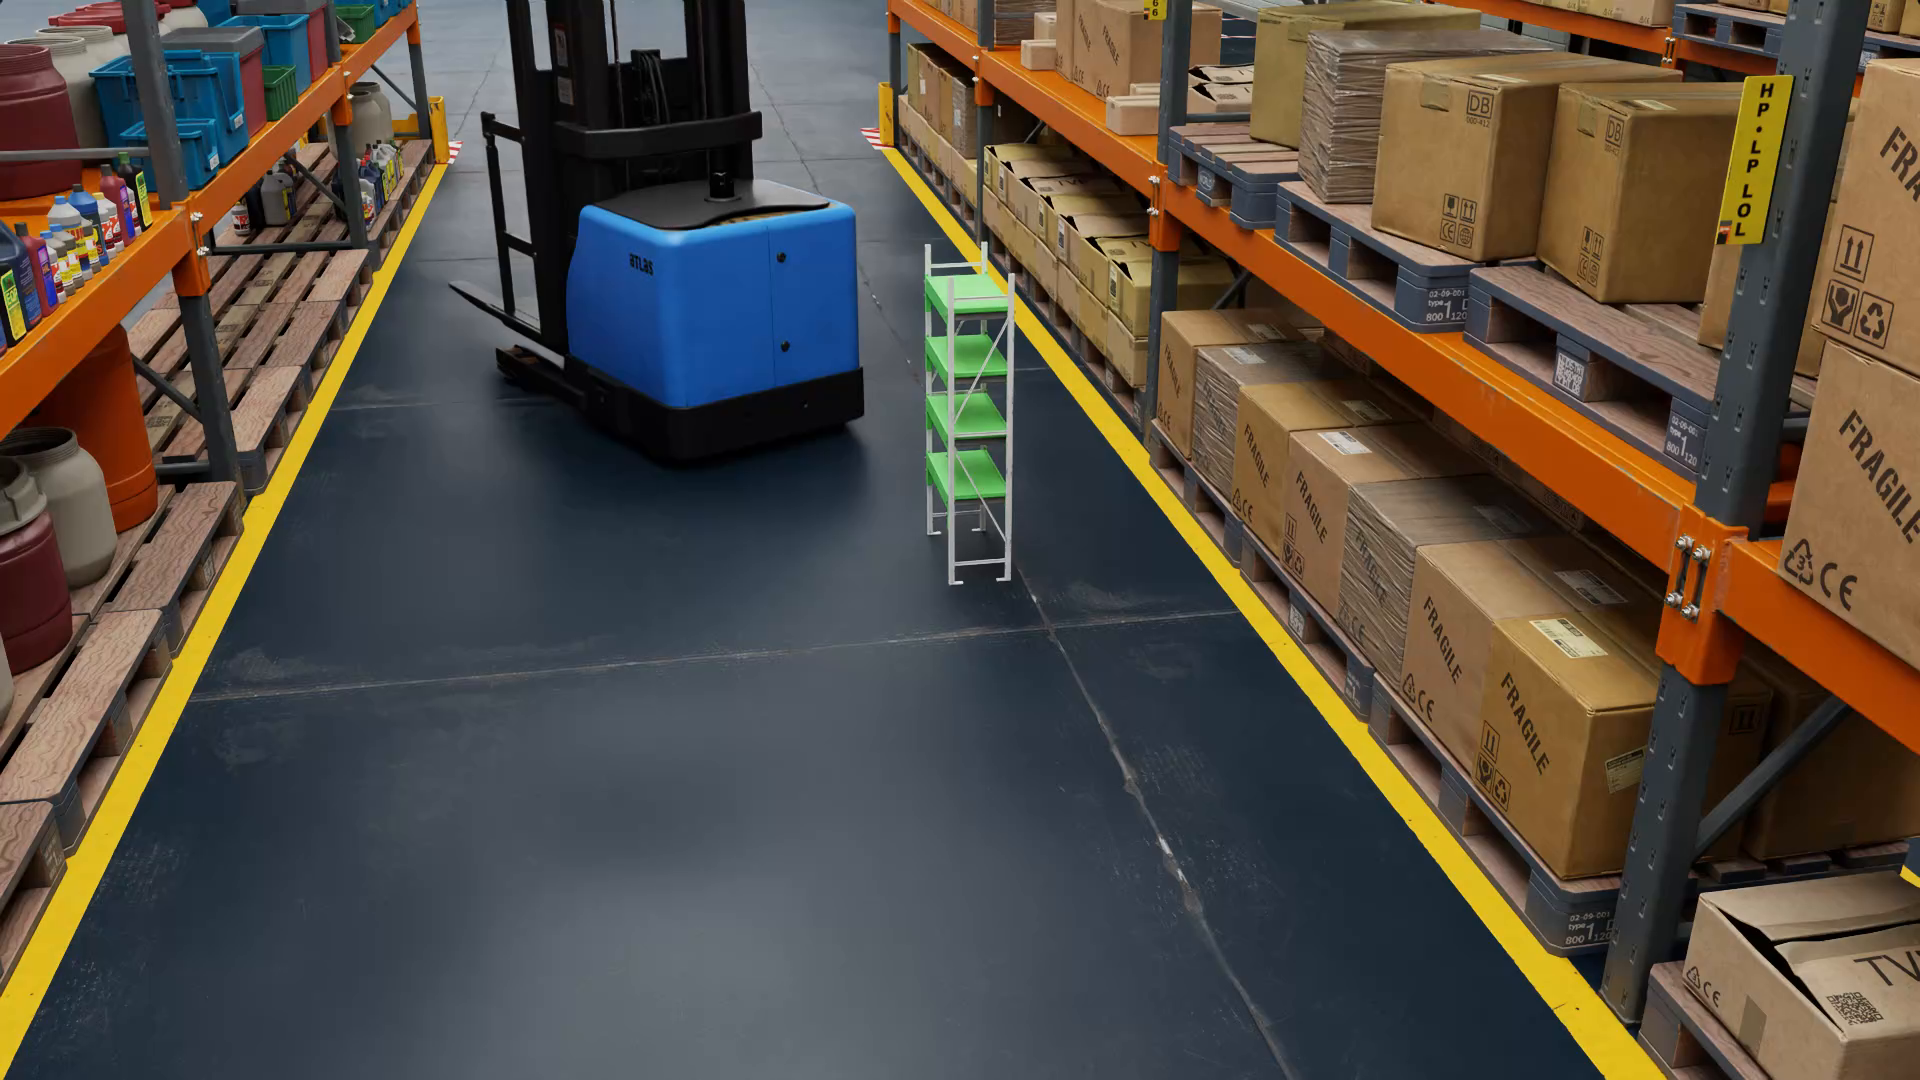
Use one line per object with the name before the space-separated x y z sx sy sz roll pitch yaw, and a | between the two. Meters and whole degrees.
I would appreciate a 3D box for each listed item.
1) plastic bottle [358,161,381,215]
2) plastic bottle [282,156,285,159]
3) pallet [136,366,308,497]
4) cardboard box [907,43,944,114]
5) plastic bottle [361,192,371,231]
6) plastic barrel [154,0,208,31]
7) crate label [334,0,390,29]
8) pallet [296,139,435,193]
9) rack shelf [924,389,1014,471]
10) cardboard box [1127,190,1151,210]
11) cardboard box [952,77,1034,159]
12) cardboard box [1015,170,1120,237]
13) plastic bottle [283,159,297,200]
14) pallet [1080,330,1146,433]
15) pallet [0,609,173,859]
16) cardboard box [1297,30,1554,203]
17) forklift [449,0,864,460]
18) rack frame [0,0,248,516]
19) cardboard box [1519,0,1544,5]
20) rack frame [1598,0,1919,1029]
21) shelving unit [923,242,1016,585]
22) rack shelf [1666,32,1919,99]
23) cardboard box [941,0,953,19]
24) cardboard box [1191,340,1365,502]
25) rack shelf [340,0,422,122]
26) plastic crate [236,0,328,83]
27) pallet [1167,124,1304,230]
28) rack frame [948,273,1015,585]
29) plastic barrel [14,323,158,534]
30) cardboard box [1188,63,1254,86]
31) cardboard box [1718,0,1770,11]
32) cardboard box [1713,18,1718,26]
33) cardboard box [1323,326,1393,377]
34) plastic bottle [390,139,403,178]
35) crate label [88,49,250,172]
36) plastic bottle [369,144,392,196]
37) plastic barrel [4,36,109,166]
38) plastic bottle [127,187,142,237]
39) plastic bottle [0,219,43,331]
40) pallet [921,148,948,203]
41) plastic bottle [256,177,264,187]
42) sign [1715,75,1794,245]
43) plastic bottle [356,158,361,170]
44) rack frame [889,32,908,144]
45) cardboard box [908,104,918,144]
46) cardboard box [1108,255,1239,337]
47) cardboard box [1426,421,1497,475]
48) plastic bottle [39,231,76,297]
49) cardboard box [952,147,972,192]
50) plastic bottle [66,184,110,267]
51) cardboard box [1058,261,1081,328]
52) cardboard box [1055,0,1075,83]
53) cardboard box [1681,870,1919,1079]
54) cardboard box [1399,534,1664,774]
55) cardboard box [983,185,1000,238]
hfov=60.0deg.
plastic bottle | -3.995 -2.368 11.185 0.144 0.351 0.185 -4 24 -8
plastic bottle | -4.901 -2.686 12.012 0.097 0.271 0.097 0 24 0
pallet | -3.619 -0.489 7.606 1.003 0.211 1.213 -4 24 -10
cardboard box | -0.150 -3.823 13.730 0.500 0.500 0.500 -4 24 -10
plastic bottle | -3.882 -2.142 10.765 0.097 0.271 0.097 0 24 0
plastic barrel | -4.292 -2.702 9.020 0.433 0.535 0.433 0 24 0
crate label | -4.387 -3.918 11.929 0.502 0.435 0.616 -4 24 -10
pallet | -4.788 -2.982 13.313 1.003 0.211 1.213 -4 24 -10
rack shelf | 0.031 -0.426 6.386 0.258 0.148 0.480 -4 24 -10
cardboard box | 1.254 -1.850 9.449 0.500 0.311 0.500 -5 24 -10
cardboard box | 0.234 -3.037 11.931 0.500 0.500 0.500 -4 24 -10
cardboard box | 0.631 -2.005 9.804 0.500 0.311 0.500 -5 24 -11
plastic bottle | -4.673 -2.496 11.562 0.061 0.283 0.133 -4 24 -10
pallet | 1.241 -0.873 8.485 1.003 0.211 1.213 -4 24 -10
pallet | -3.105 0.605 5.102 1.003 0.211 1.213 -4 24 -10
cardboard box | 1.564 -1.449 5.671 0.700 0.500 0.500 0 24 0
forklift | -1.757 -2.224 8.180 1.130 2.935 3.031 -17 29 -34
rack frame | -3.514 -1.459 6.343 1.000 3.000 0.127 -4 24 -10
cardboard box | 4.811 -4.461 13.379 0.500 0.250 0.500 -4 24 -9
rack frame | 2.095 -0.251 3.577 1.000 3.000 0.127 -4 24 -10
shelving unit | 0.031 -0.485 6.361 0.258 1.200 0.503 -4 24 -10
rack shelf | 5.853 -2.649 9.967 1.077 0.370 4.000 -4 24 -10
cardboard box | 0.238 -4.223 12.548 0.700 0.500 0.500 -4 24 -8
cardboard box | 1.261 -0.475 6.662 0.500 0.500 0.500 -5 24 -12
rack shelf | -4.623 -3.489 11.891 1.077 0.370 4.000 -4 24 -10
plastic crate | -3.863 -2.894 9.549 0.402 0.464 0.583 -4 24 -10
pallet | 1.549 -1.475 6.619 1.213 0.211 1.003 -4 24 -10
rack frame | 0.076 -0.389 6.141 0.240 1.200 0.015 -4 24 -10
plastic barrel | -3.407 -0.466 6.256 0.600 0.830 0.708 -4 24 -10
cardboard box | 1.380 -2.150 8.035 0.500 0.311 0.500 -5 24 -10
cardboard box | 5.543 -3.810 11.052 0.700 0.500 0.500 -4 24 -10
cardboard box | 5.607 -3.907 12.110 0.500 0.250 0.500 -4 24 -9
cardboard box | 1.773 -0.852 6.589 0.500 0.250 0.500 -3 24 -8
plastic bottle | -4.183 -2.828 12.322 0.061 0.283 0.133 -4 24 -8
crate label | -3.432 -1.886 7.277 0.502 0.435 0.616 -4 24 -10
plastic bottle | -4.108 -2.610 11.738 0.144 0.351 0.185 -4 24 -10
plastic barrel | -3.914 -1.899 7.211 0.421 0.512 0.421 0 24 0
plastic bottle | -3.016 -1.194 5.984 0.097 0.201 0.097 0 24 0
plastic bottle | -2.820 -0.794 4.881 0.144 0.351 0.185 -4 24 -10
pallet | 0.280 -2.917 13.164 1.003 0.211 1.213 -4 24 -10
plastic bottle | -4.691 -2.328 11.092 0.144 0.351 0.185 -6 24 -12
sign | 1.550 -0.739 3.248 0.100 0.325 0.005 -4 24 -10
plastic bottle | -4.249 -2.555 11.705 0.152 0.276 0.135 -4 24 -10
rack frame | -0.124 -4.971 14.384 1.000 3.000 0.127 -4 24 -10
cardboard box | -0.148 -3.480 13.880 0.500 0.250 0.500 -4 24 -10
cardboard box | 1.016 -1.201 7.963 0.500 0.311 0.500 -4 24 -8
cardboard box | 1.957 -0.120 5.851 0.500 0.500 0.500 -5 24 -12
plastic bottle | -2.866 -0.873 5.250 0.097 0.201 0.097 0 24 0
cardboard box | 0.232 -2.694 12.080 0.500 0.250 0.500 -4 24 -10
plastic bottle | -2.938 -1.059 5.587 0.097 0.271 0.097 0 24 0
cardboard box | 0.829 -1.346 8.995 0.500 0.250 0.500 -4 24 -9
cardboard box | 0.839 -2.933 9.593 0.500 0.500 0.500 -3 24 -6
cardboard box | 1.960 0.961 3.612 0.500 0.311 0.500 -4 24 -10
cardboard box | 1.638 0.325 4.831 0.500 0.500 0.500 -4 24 -10
cardboard box | 0.446 -2.153 10.843 0.500 0.250 0.500 -5 24 -11
